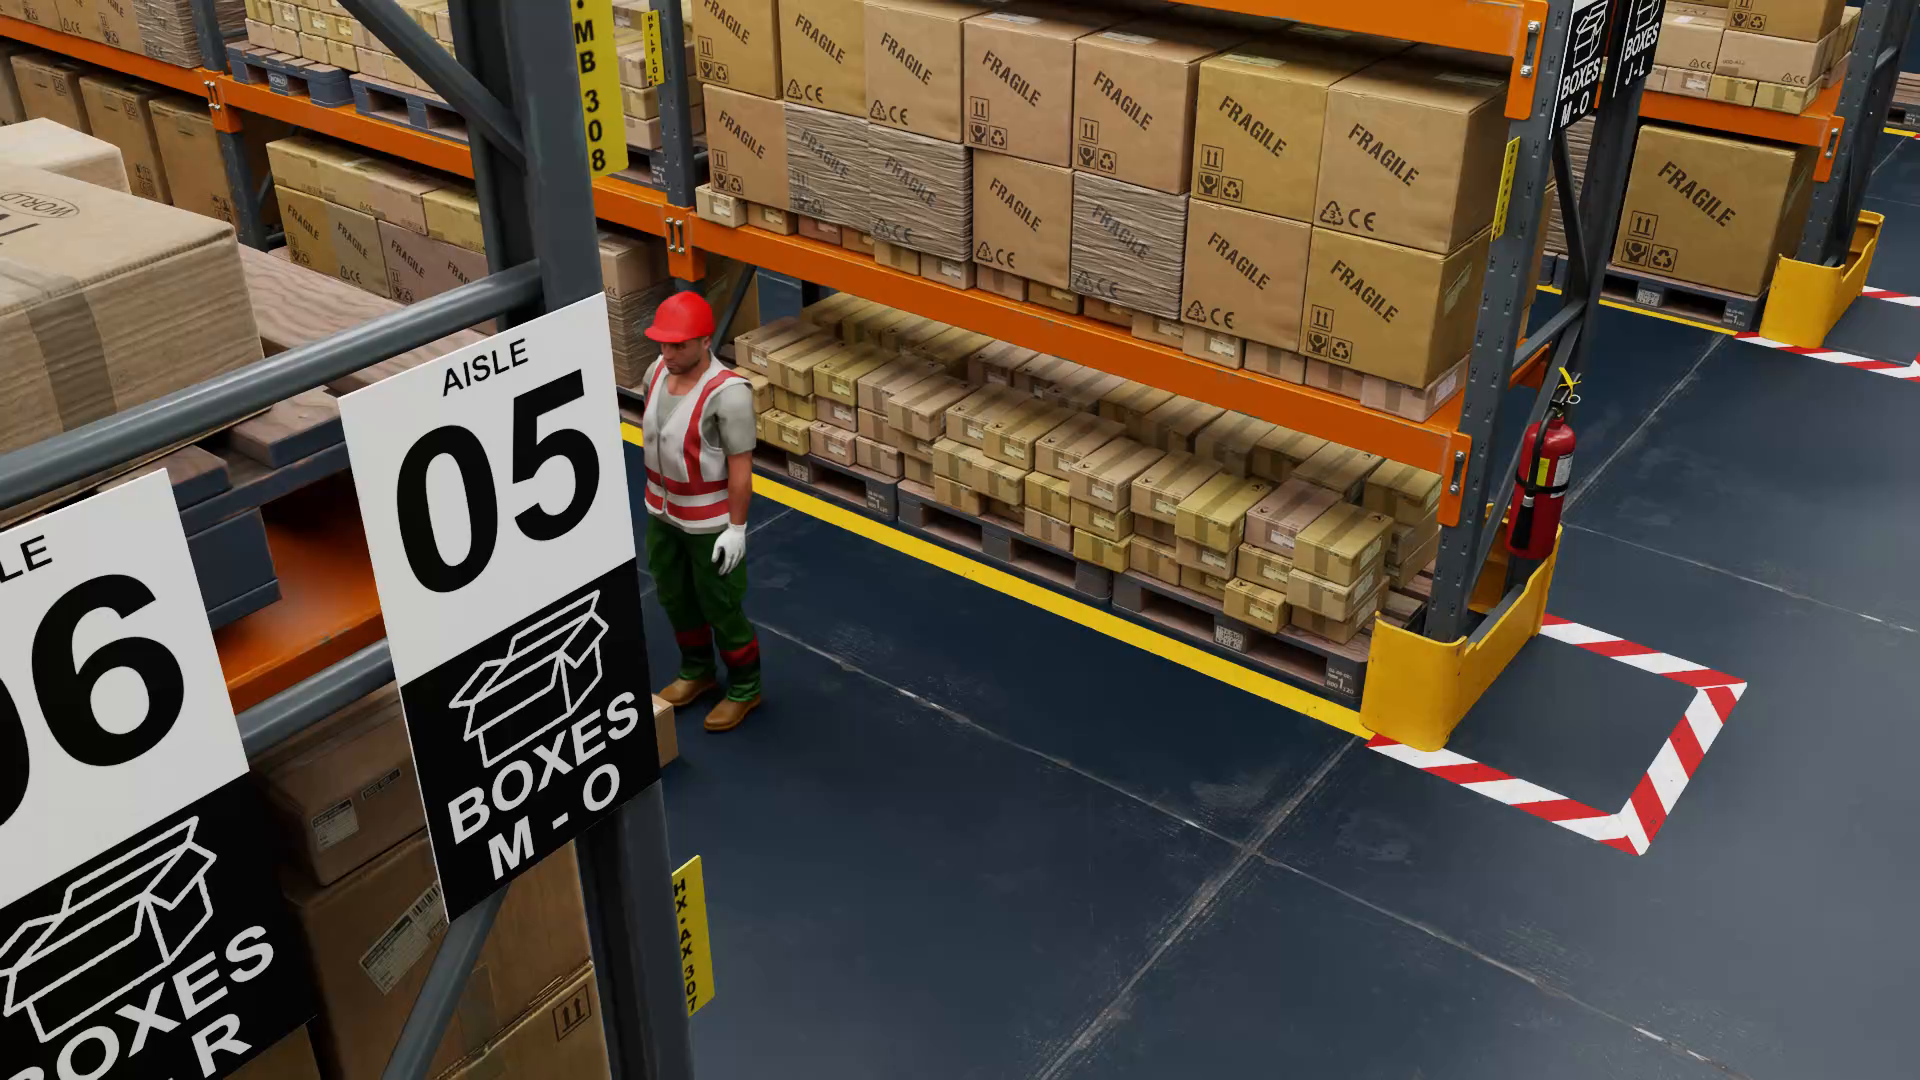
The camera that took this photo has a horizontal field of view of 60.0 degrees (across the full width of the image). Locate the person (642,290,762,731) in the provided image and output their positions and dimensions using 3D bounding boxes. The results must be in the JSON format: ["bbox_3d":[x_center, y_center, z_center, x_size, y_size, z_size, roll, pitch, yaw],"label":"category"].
[{"bbox_3d":[-0.988,-0.092,6.271,0.526,1.785,0.356,22,37,32],"label":"person"}]
